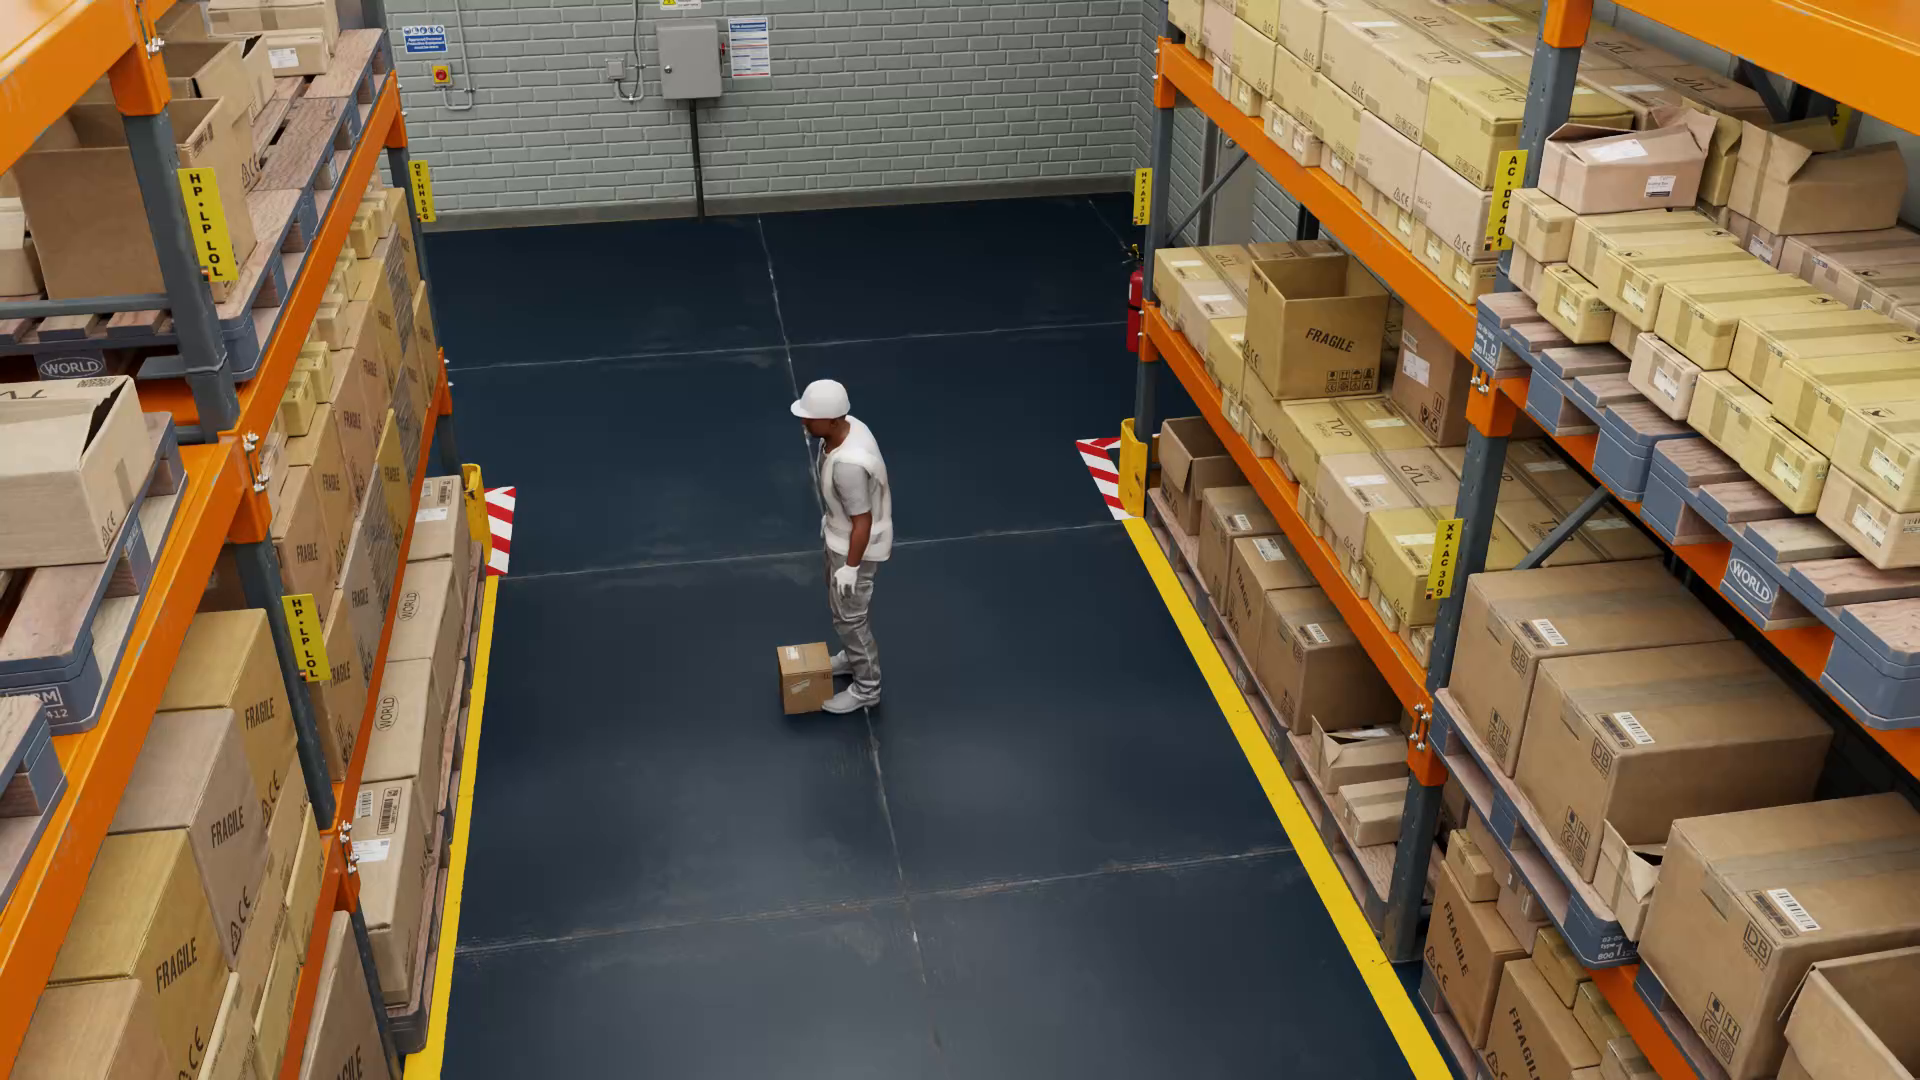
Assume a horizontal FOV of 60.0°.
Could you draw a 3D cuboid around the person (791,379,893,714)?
[{"bbox_3d":[-0.561,0.016,8.100,0.452,1.774,0.618,-5,31,-9],"label":"person"}]
